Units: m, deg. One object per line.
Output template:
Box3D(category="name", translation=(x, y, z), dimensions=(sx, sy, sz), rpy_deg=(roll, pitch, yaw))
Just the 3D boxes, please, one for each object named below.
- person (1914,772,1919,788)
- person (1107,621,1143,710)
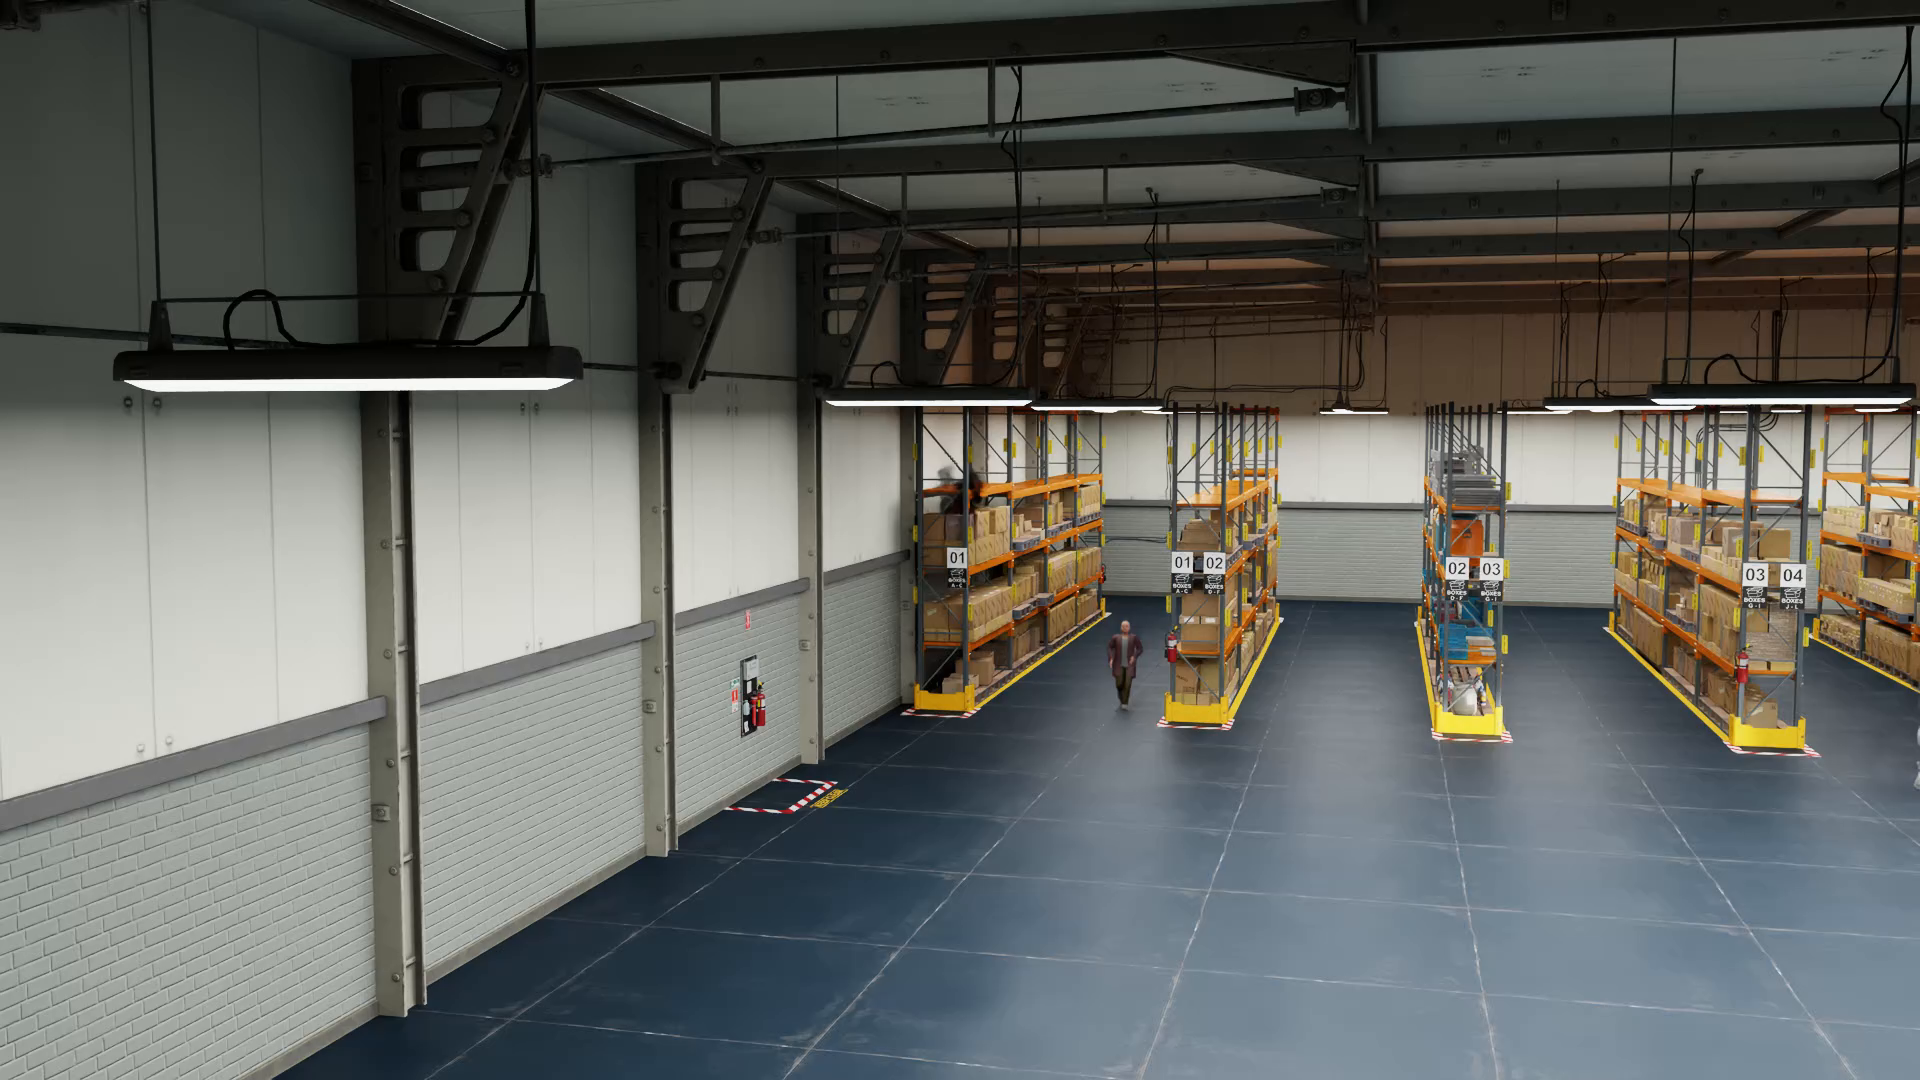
Box3D(category="person", translation=(14.992, 3.033, 25.353), dimensions=(0.623, 1.621, 0.726), rpy_deg=(-2, 5, -28))
Box3D(category="person", translation=(3.243, 2.449, 32.689), dimensions=(0.707, 1.722, 0.632), rpy_deg=(0, 4, 6))
